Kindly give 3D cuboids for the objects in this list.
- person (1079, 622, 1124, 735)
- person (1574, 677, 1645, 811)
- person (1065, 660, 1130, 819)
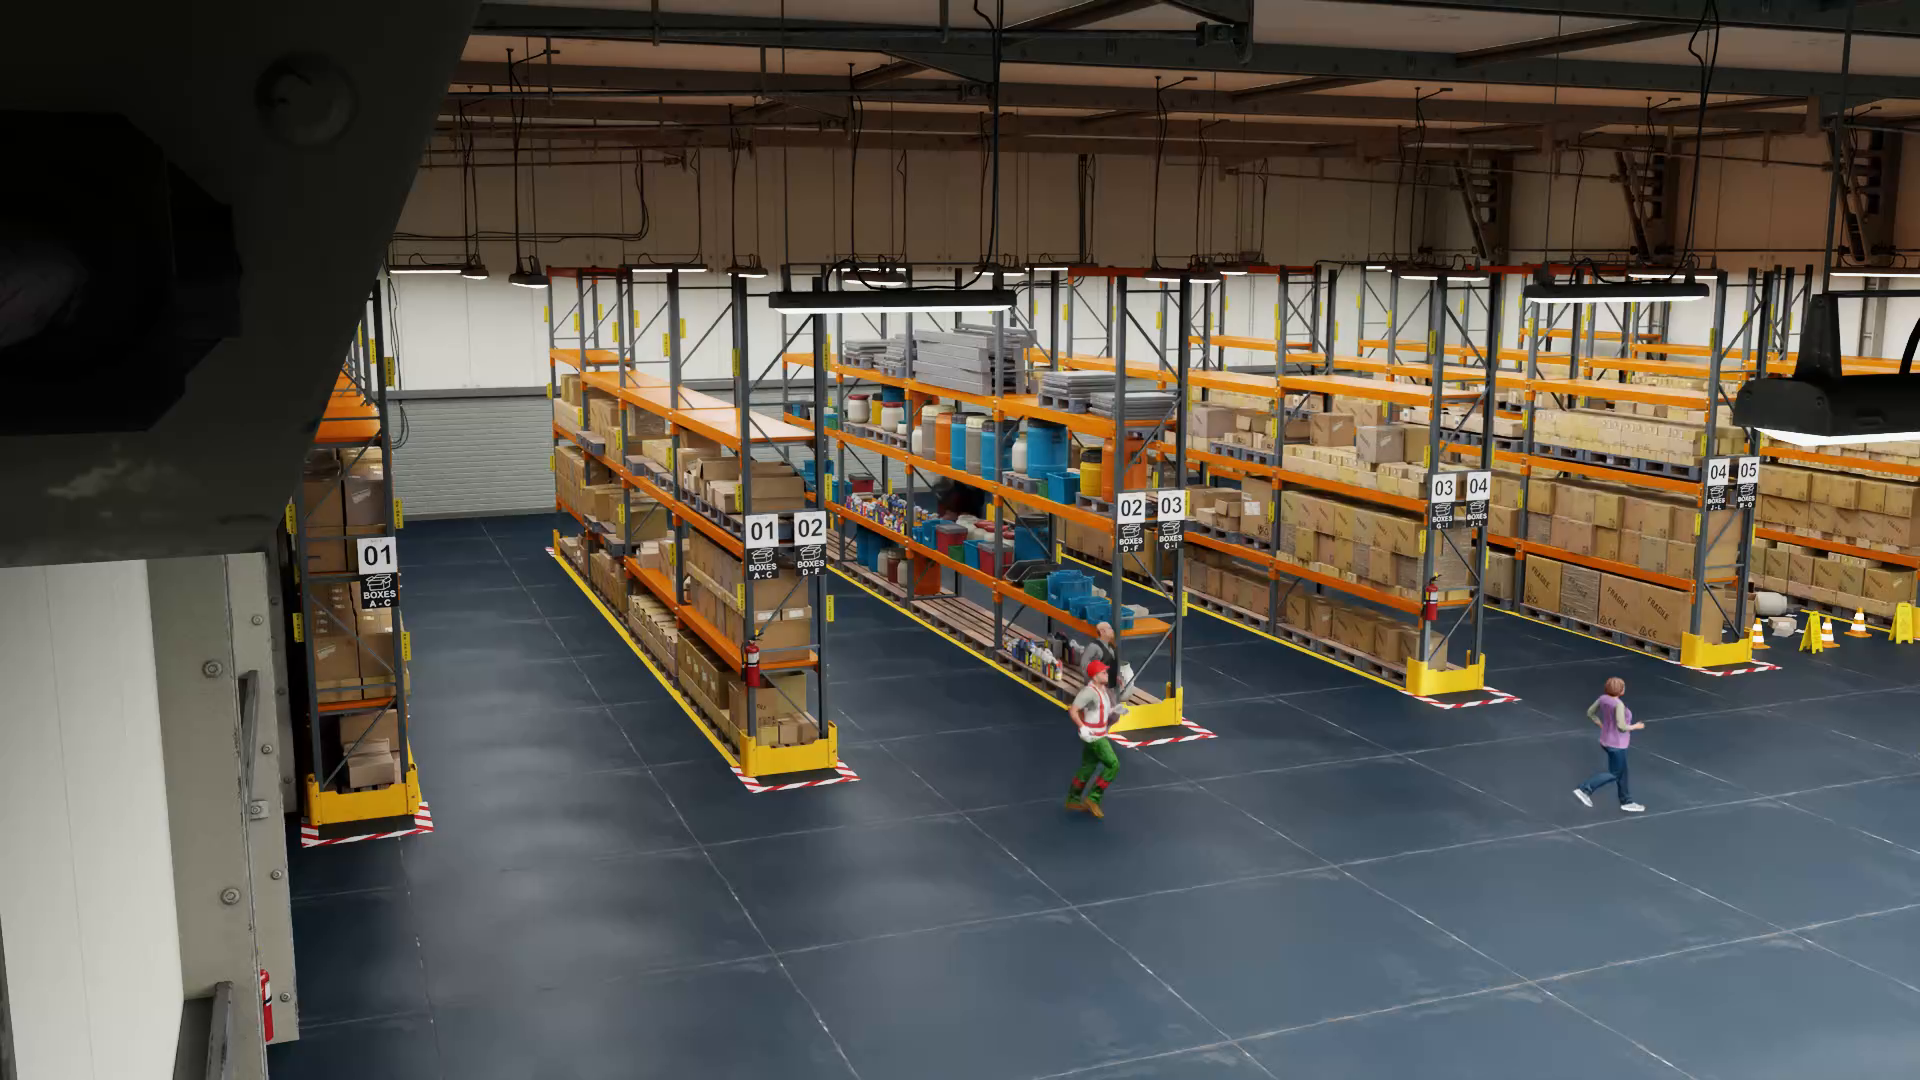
[{"bbox_3d":[1.860,1.869,21.194,0.526,1.648,0.684,6,11,30],"label":"person"},{"bbox_3d":[7.351,2.309,18.724,0.867,1.571,0.541,-1,10,-4],"label":"person"},{"bbox_3d":[1.552,2.236,18.764,0.709,1.806,0.620,2,10,9],"label":"person"}]
